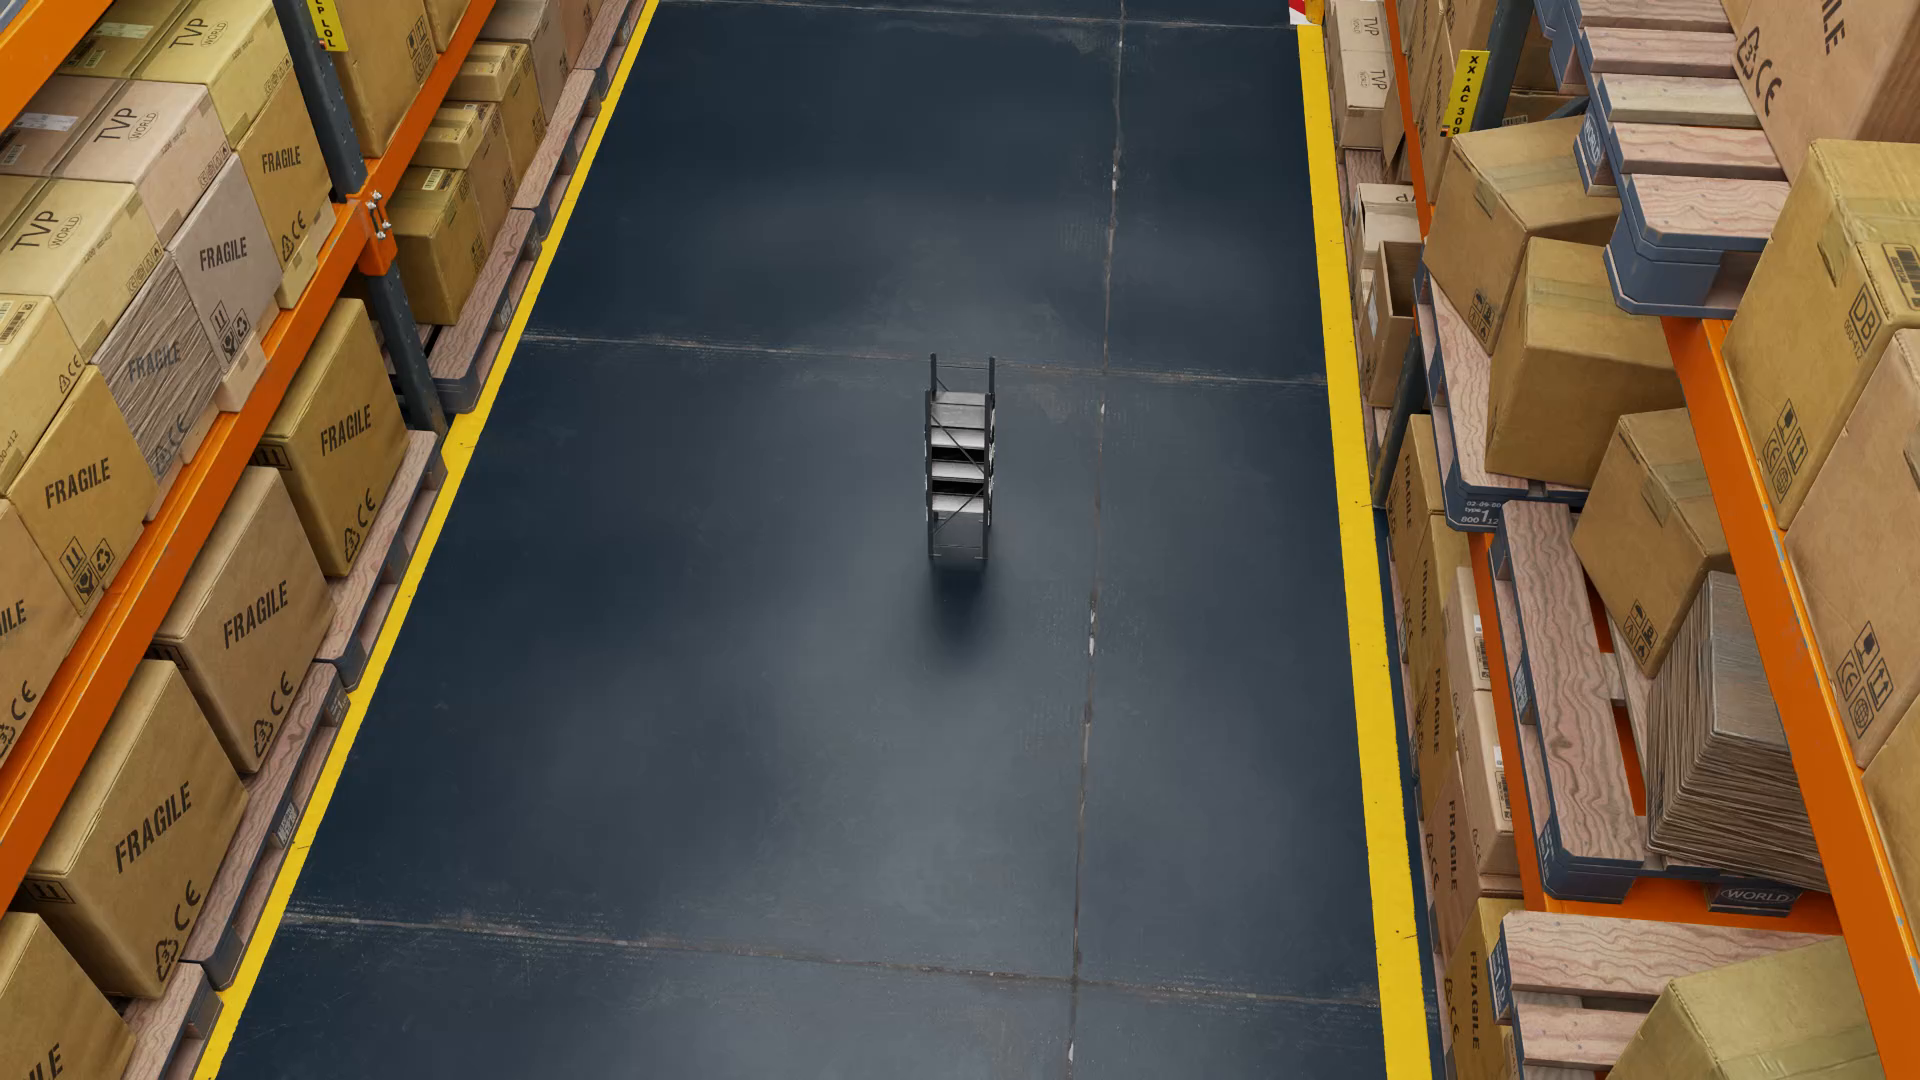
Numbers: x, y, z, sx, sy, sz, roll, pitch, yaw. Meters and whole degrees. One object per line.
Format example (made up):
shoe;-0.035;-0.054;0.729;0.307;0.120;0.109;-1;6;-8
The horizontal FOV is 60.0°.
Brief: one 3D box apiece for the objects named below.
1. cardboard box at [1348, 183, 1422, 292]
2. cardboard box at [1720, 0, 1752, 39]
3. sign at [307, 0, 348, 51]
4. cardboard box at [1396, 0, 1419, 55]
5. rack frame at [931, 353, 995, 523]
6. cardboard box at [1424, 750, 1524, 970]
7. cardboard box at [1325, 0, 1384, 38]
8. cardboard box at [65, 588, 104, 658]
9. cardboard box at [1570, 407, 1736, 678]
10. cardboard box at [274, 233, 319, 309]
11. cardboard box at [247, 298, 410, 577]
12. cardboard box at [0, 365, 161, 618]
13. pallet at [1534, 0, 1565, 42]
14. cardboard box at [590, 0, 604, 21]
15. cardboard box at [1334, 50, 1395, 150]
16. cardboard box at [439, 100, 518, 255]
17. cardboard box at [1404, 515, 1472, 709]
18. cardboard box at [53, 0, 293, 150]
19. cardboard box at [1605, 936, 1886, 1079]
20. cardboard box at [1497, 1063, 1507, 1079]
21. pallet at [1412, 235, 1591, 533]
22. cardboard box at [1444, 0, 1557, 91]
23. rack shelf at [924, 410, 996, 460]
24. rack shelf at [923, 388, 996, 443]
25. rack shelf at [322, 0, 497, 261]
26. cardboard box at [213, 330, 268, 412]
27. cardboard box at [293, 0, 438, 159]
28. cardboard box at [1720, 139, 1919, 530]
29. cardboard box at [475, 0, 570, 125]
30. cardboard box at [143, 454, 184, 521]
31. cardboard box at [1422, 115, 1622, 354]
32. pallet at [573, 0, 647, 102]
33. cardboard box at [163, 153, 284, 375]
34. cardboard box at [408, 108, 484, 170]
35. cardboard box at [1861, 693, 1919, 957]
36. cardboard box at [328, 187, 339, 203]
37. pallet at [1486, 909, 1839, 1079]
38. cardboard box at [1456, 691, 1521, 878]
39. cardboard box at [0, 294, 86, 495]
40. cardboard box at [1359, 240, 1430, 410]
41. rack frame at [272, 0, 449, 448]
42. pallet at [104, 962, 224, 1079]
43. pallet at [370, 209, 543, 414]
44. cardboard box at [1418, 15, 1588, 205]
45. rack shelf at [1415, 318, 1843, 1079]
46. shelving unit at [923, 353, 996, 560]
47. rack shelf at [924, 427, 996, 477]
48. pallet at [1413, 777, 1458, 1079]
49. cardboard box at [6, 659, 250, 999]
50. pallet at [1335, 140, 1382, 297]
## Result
cardboard box;2.051;-1.380;7.529;0.500;0.311;0.500;4;48;4
cardboard box;2.055;-1.514;3.675;0.600;0.600;0.600;3;48;3
sign;-2.179;-1.815;5.672;0.100;0.325;0.005;4;48;4
cardboard box;2.093;-2.325;6.802;0.500;0.500;0.500;5;48;4
rack frame;0.010;-0.384;6.518;0.240;0.900;0.006;4;48;4
cardboard box;1.789;1.015;5.211;0.500;0.500;0.500;2;48;2
cardboard box;2.174;-2.813;8.938;0.380;0.166;0.250;4;48;4
cardboard box;-2.695;0.183;4.733;0.380;0.149;0.250;4;48;4
cardboard box;2.113;-0.023;4.412;0.700;0.500;0.500;-7;48;-6
cardboard box;-2.469;-0.948;5.767;0.380;0.149;0.250;5;48;4
cardboard box;-2.650;-0.410;6.291;0.750;0.750;0.750;4;48;4
cardboard box;-2.643;-0.154;4.601;0.500;0.500;0.500;5;48;5
pallet;2.084;-1.624;4.324;1.213;0.211;1.003;4;48;4
cardboard box;-2.320;-3.197;9.076;0.700;0.500;0.500;4;48;4
cardboard box;2.154;-2.195;8.316;0.500;0.250;0.500;4;48;4
cardboard box;-2.501;-1.690;7.698;0.700;0.500;0.500;3;48;3
cardboard box;1.889;0.277;5.886;0.500;0.500;0.500;4;48;4
cardboard box;-2.508;-1.514;5.337;0.500;0.250;0.500;5;48;4
cardboard box;1.794;1.143;3.345;0.700;0.500;0.500;-11;48;-10
cardboard box;1.700;1.781;4.510;0.500;0.500;0.500;6;48;5
pallet;2.031;-0.505;5.335;1.003;0.211;1.213;4;48;4
cardboard box;2.001;-1.910;5.745;0.500;0.500;0.500;4;48;4
rack shelf;0.001;-0.409;6.341;0.258;0.077;0.200;4;48;4
rack shelf;0.001;-0.469;6.275;0.258;0.077;0.200;4;48;4
rack shelf;-2.538;-2.707;7.707;1.077;0.370;4.000;4;48;4
cardboard box;-2.503;-0.562;5.414;0.380;0.149;0.250;4;48;4
cardboard box;-2.655;-1.979;6.350;0.980;0.700;0.700;5;48;4
cardboard box;1.949;-0.337;2.950;0.910;0.500;0.500;4;48;4
cardboard box;-2.411;-2.459;8.402;0.700;0.500;0.500;2;48;2
cardboard box;-2.629;-0.204;5.087;0.380;0.149;0.250;3;48;2
cardboard box;1.947;-0.992;5.299;0.700;0.500;0.500;-11;48;-10
pallet;-2.351;-2.886;9.272;1.003;0.211;1.213;4;48;4
cardboard box;-2.548;-0.890;5.274;0.500;0.500;0.500;4;48;4
cardboard box;-2.337;-1.779;7.341;0.380;0.149;0.250;5;48;5
cardboard box;1.855;0.420;2.258;0.910;0.500;0.500;4;48;4
cardboard box;-2.761;-1.447;7.036;0.380;0.149;0.250;4;48;3
pallet;1.840;1.351;3.637;1.213;0.211;1.003;4;48;4
cardboard box;1.790;0.735;4.959;0.500;0.250;0.500;3;48;3
cardboard box;-2.657;-0.390;4.308;0.500;0.250;0.500;3;48;3
cardboard box;1.982;-0.893;6.955;0.500;0.500;0.500;4;48;4
rack frame;-2.720;-1.480;6.097;1.000;3.000;0.127;4;48;4
pallet;-2.938;1.826;4.963;1.003;0.211;1.213;4;48;4
pallet;-2.573;-1.093;7.632;1.003;0.211;1.213;4;48;4
cardboard box;2.003;-1.568;6.110;0.500;0.500;0.500;5;48;4
rack shelf;2.031;0.562;4.716;1.077;0.370;4.000;4;48;4
shelving unit;0.001;-0.310;6.449;0.258;0.900;0.210;4;48;4
rack shelf;0.001;-0.348;6.408;0.258;0.077;0.200;4;48;4
pallet;2.068;1.290;5.453;1.003;0.211;1.213;4;48;4
cardboard box;-2.801;0.868;5.122;0.750;0.750;0.750;4;48;3
pallet;2.385;-1.612;8.108;1.003;0.211;1.213;4;48;4
